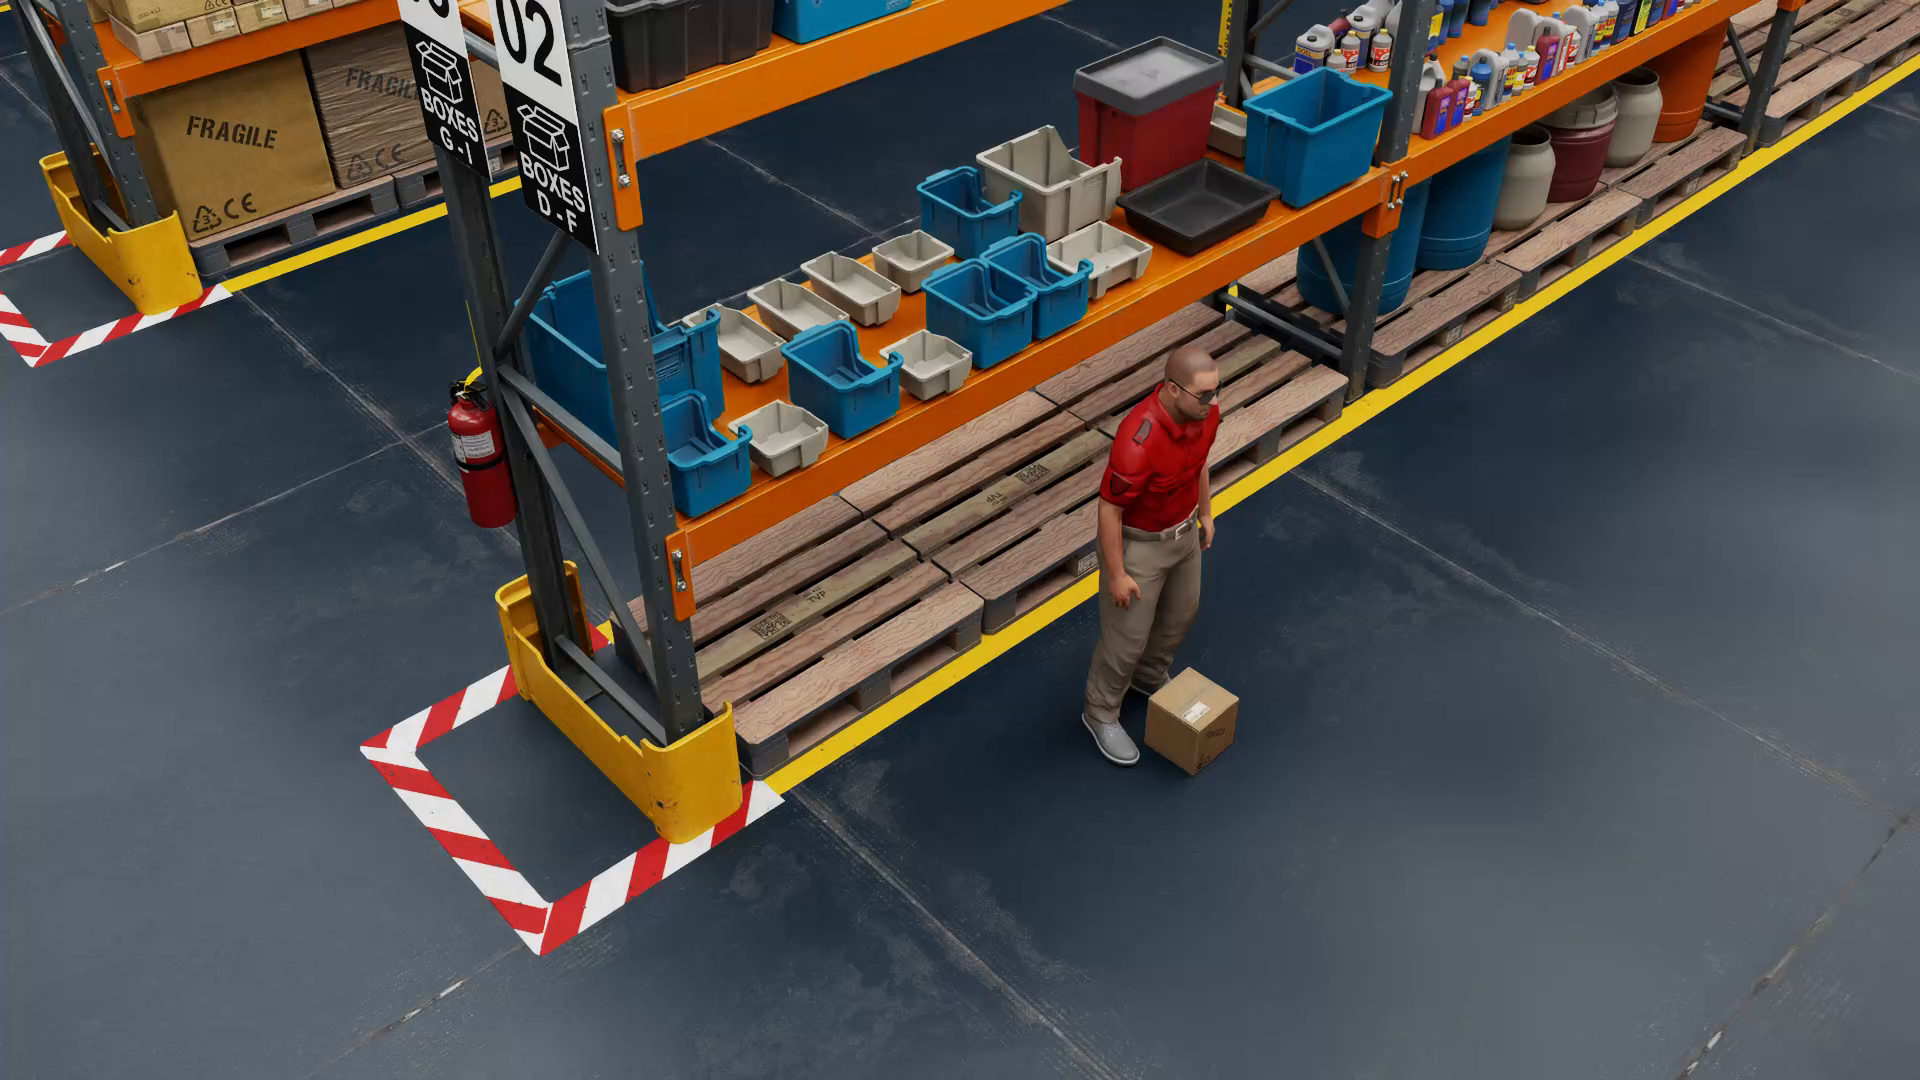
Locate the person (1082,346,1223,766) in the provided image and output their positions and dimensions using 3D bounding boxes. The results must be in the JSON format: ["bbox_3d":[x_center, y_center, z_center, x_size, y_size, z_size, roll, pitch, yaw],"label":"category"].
[{"bbox_3d":[0.724,0.017,6.145,0.387,1.728,0.606,32,49,33],"label":"person"}]
